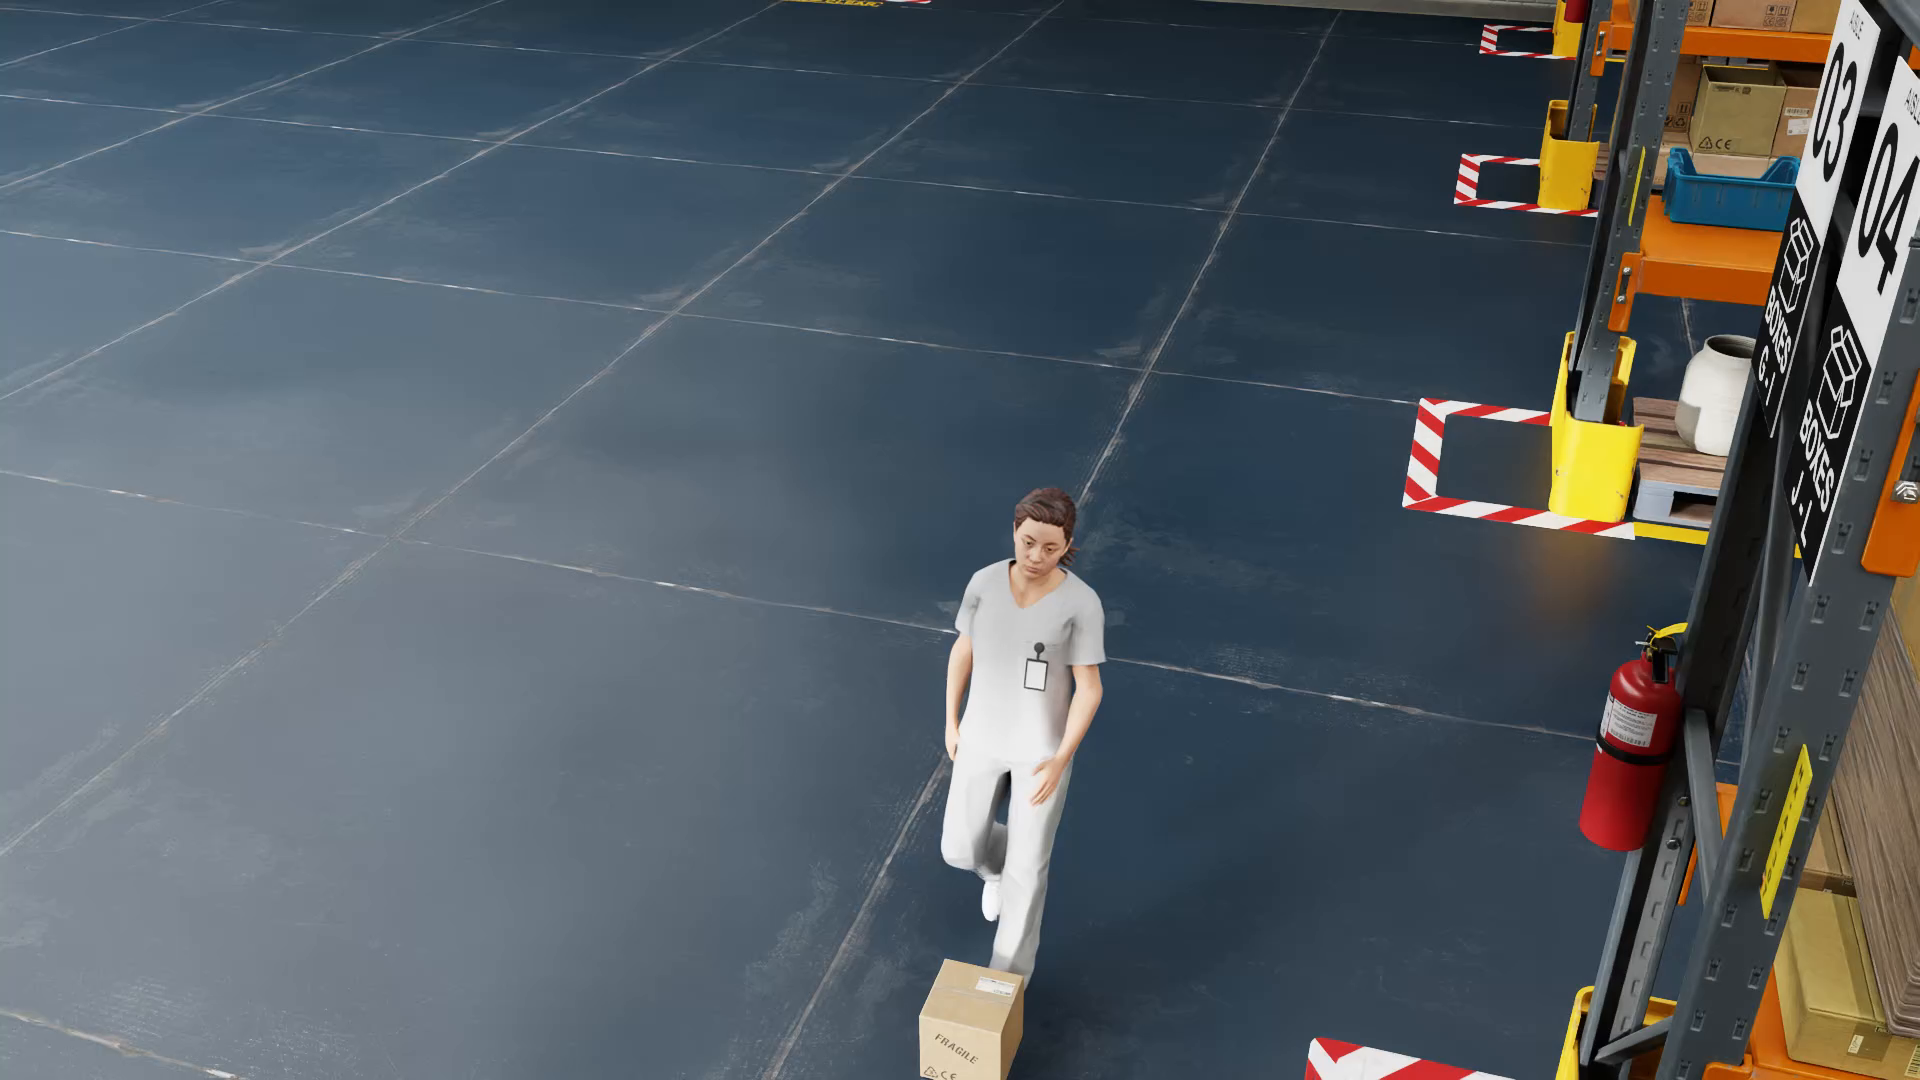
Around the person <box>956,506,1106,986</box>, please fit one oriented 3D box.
[{"bbox_3d":[0.206,0.618,5.052,0.449,1.664,0.358,9,31,16],"label":"person"}]
